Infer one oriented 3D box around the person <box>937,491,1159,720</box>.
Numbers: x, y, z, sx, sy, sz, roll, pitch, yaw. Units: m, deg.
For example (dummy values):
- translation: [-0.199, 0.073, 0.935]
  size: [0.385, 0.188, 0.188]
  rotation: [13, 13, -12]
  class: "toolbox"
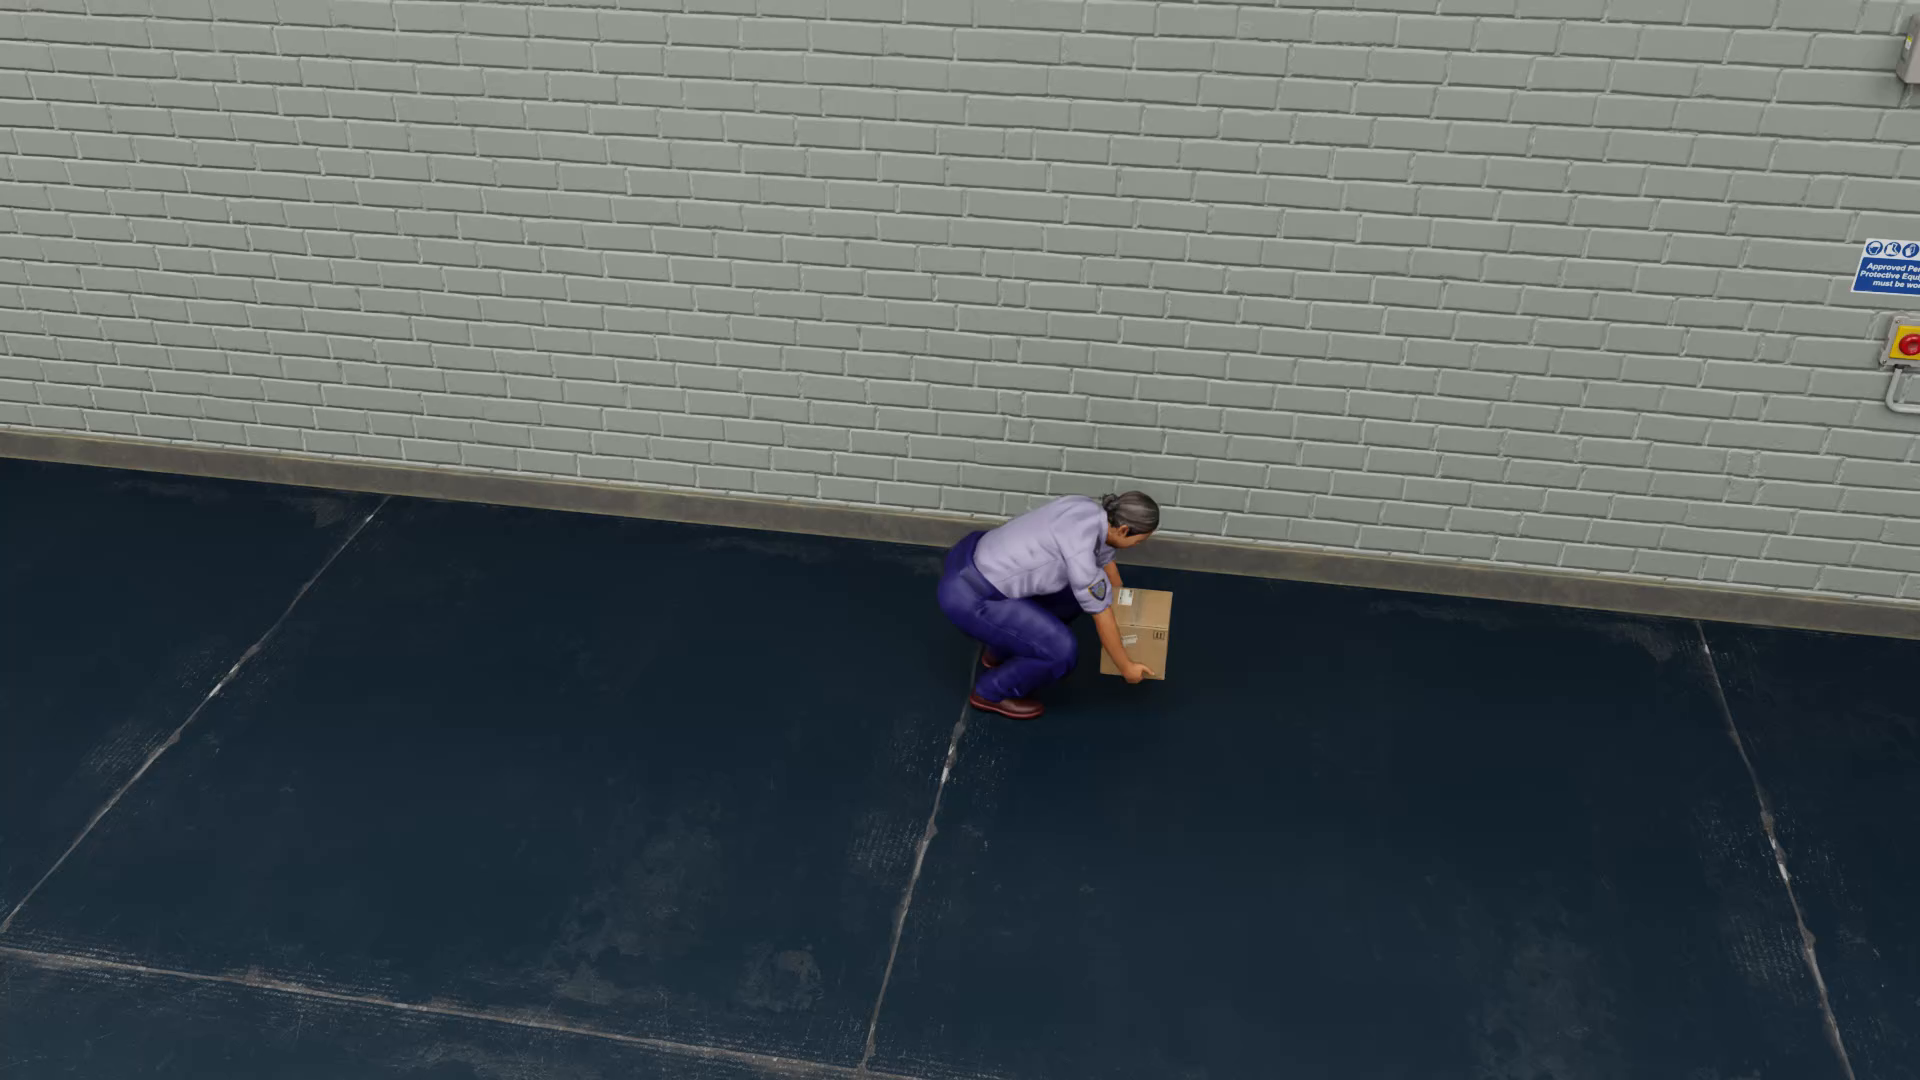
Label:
- translation: [0.353, 0.219, 6.481]
  size: [0.866, 0.936, 0.509]
  rotation: [4, 33, 7]
  class: "person"
